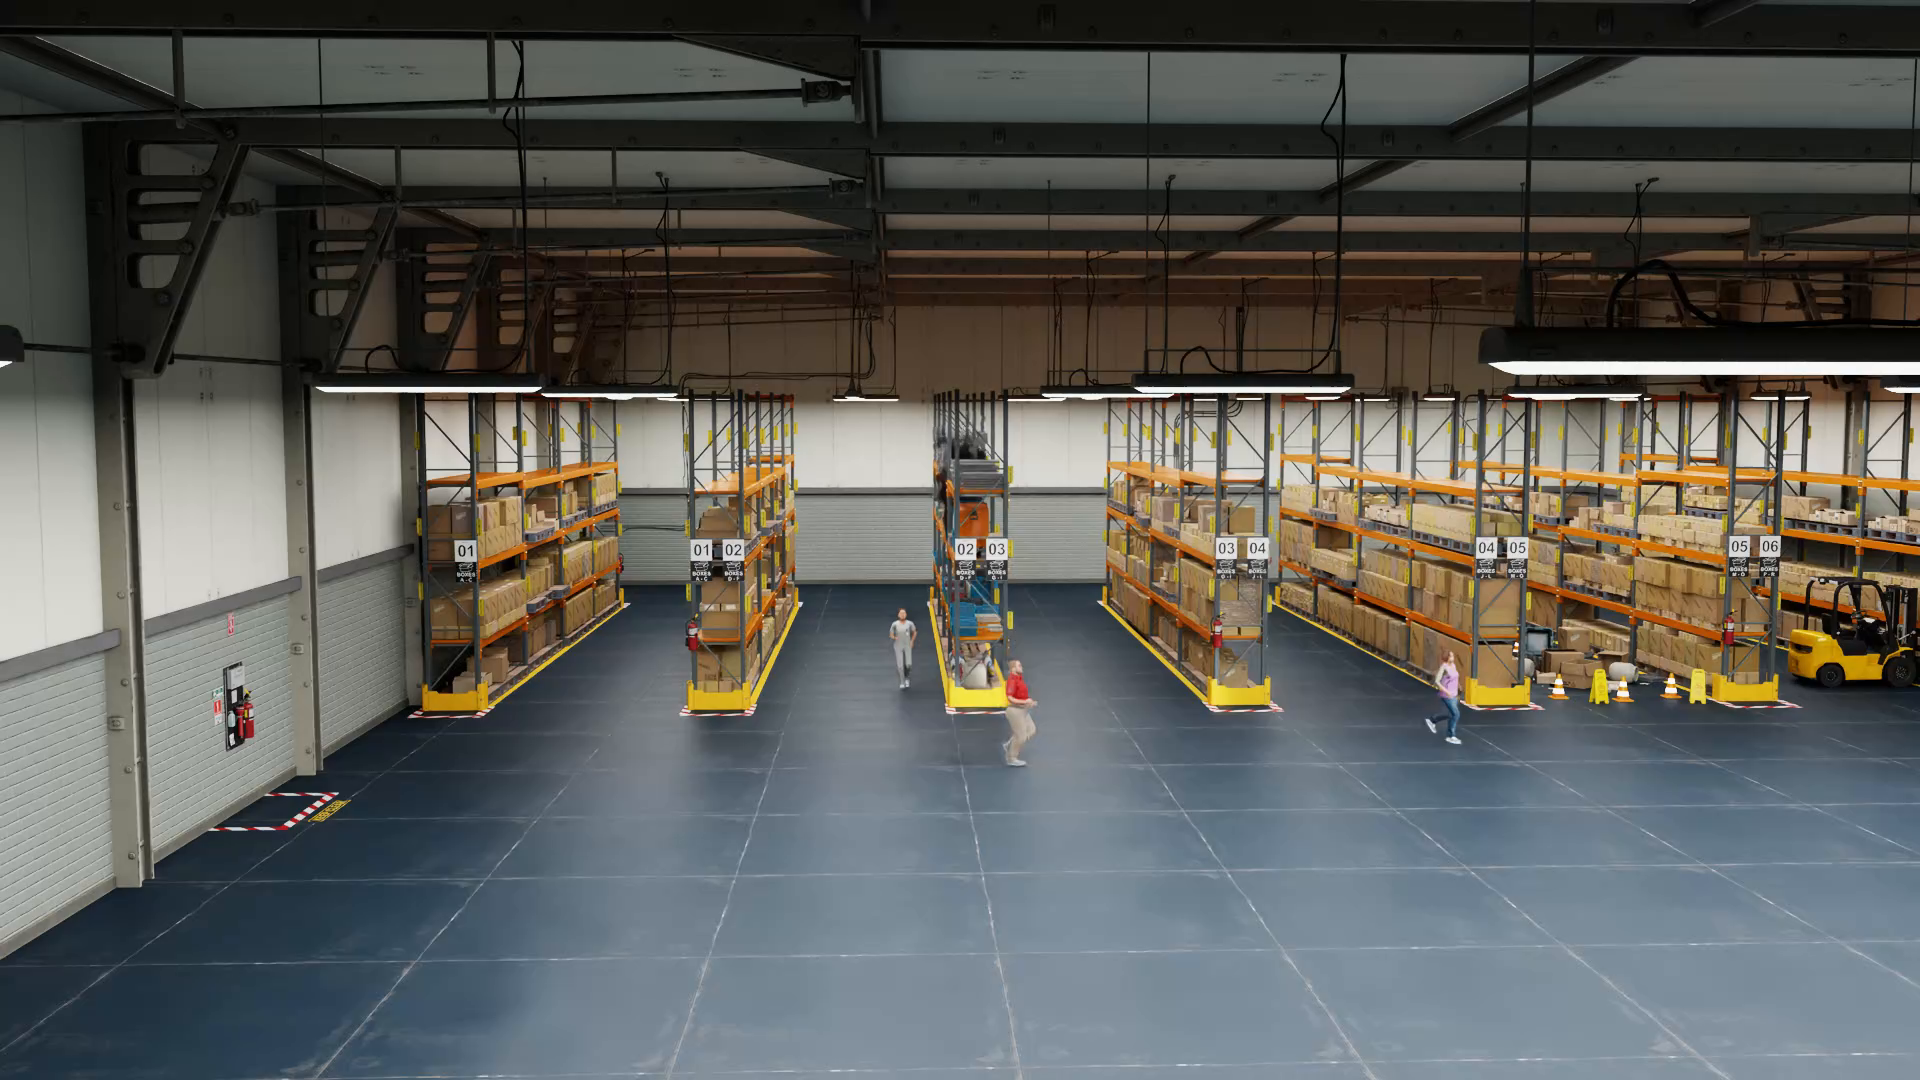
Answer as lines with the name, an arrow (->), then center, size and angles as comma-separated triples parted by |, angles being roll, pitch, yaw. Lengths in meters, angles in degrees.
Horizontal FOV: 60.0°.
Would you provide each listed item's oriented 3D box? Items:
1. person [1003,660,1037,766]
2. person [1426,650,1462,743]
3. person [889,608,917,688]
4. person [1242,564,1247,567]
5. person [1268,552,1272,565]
person -> 0.955, 2.730, 26.328 | 0.606, 1.679, 0.653 | 1, 5, 14
person -> 8.235, 2.647, 28.266 | 0.624, 1.582, 0.535 | 4, 6, 39
person -> -1.135, 2.177, 33.331 | 0.553, 1.628, 0.558 | 0, 5, -3
person -> 7.950, 1.081, 46.314 | 0.718, 1.782, 0.891 | 0, 5, 6
person -> 8.737, 0.873, 48.532 | 0.901, 1.774, 0.715 | -3, 5, -32
